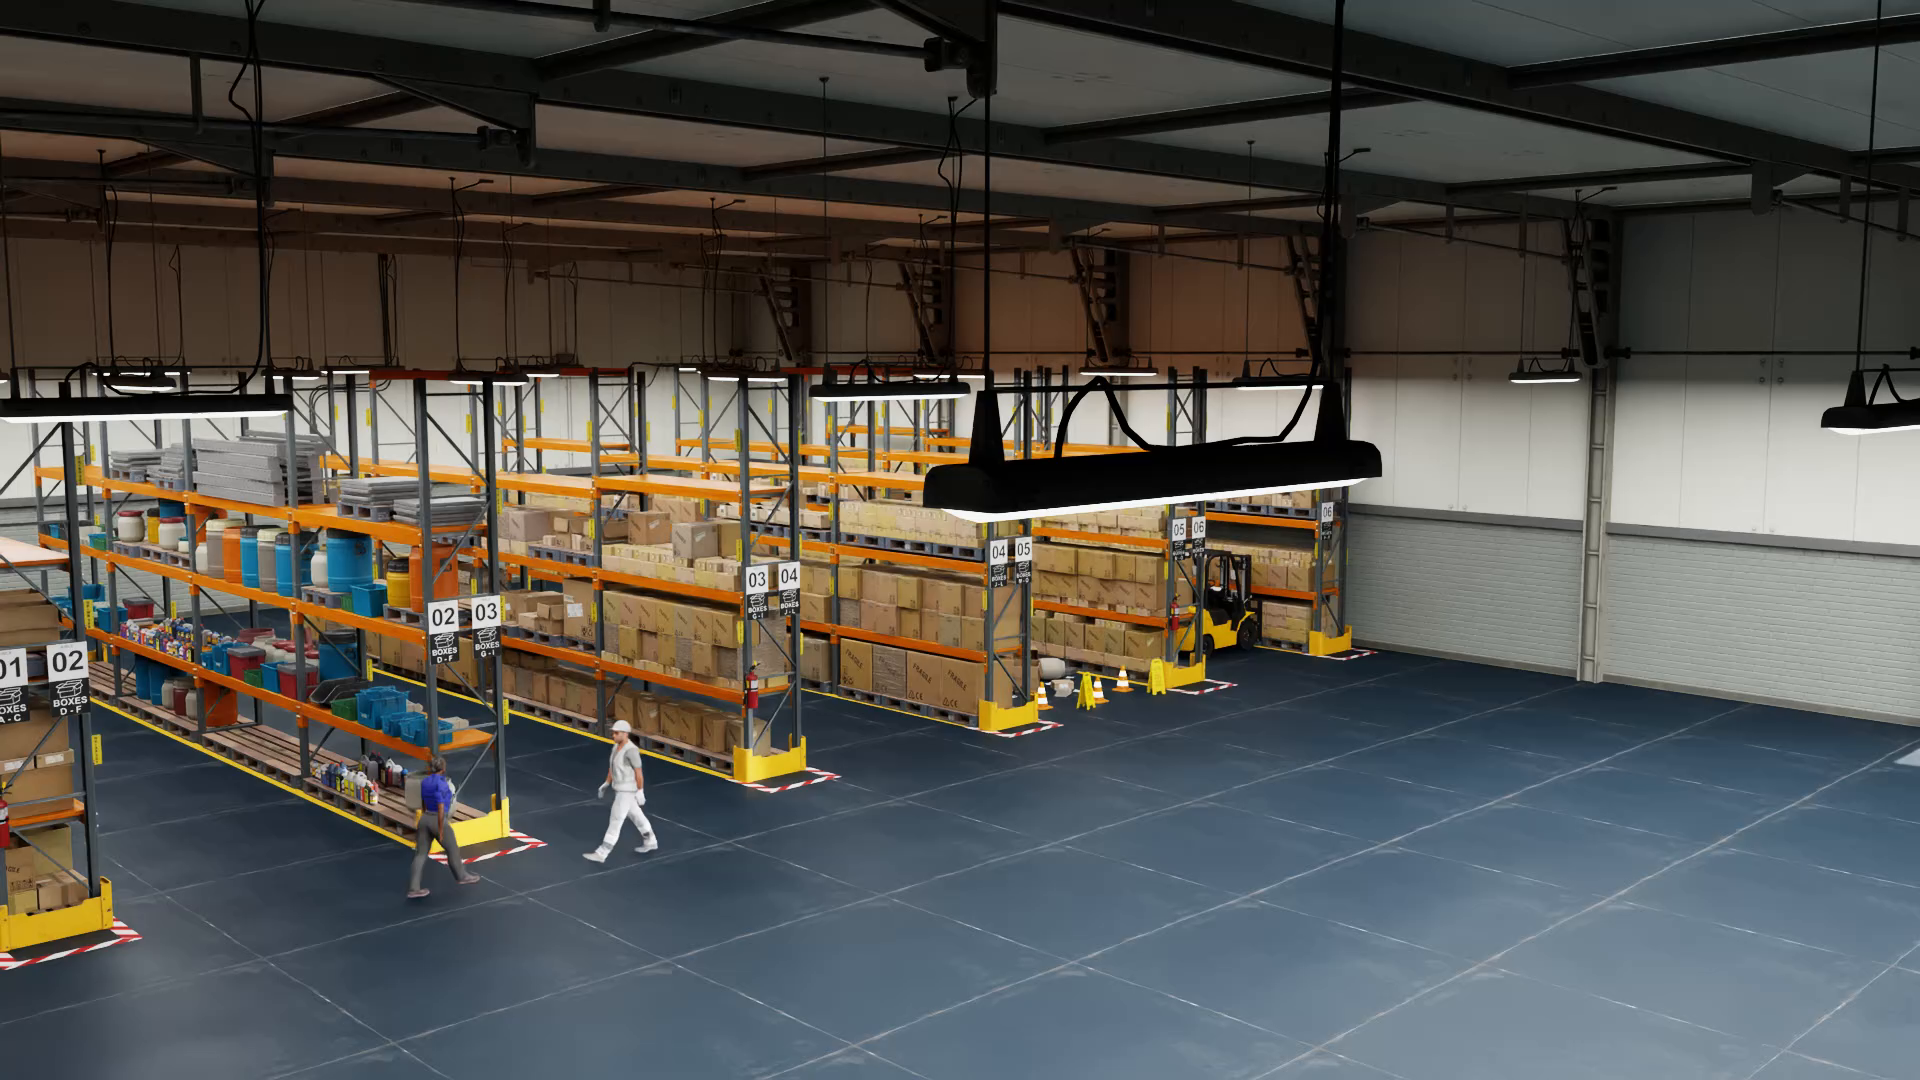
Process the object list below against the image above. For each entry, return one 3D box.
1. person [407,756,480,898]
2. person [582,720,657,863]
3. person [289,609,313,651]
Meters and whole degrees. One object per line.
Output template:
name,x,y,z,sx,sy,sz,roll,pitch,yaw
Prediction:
person,-6.120,3.316,19.497,0.487,1.592,0.956,3,7,28
person,-4.274,3.109,20.745,1.047,1.727,0.534,-4,7,-29
person,-13.173,1.777,33.275,0.742,1.674,0.511,4,8,31
